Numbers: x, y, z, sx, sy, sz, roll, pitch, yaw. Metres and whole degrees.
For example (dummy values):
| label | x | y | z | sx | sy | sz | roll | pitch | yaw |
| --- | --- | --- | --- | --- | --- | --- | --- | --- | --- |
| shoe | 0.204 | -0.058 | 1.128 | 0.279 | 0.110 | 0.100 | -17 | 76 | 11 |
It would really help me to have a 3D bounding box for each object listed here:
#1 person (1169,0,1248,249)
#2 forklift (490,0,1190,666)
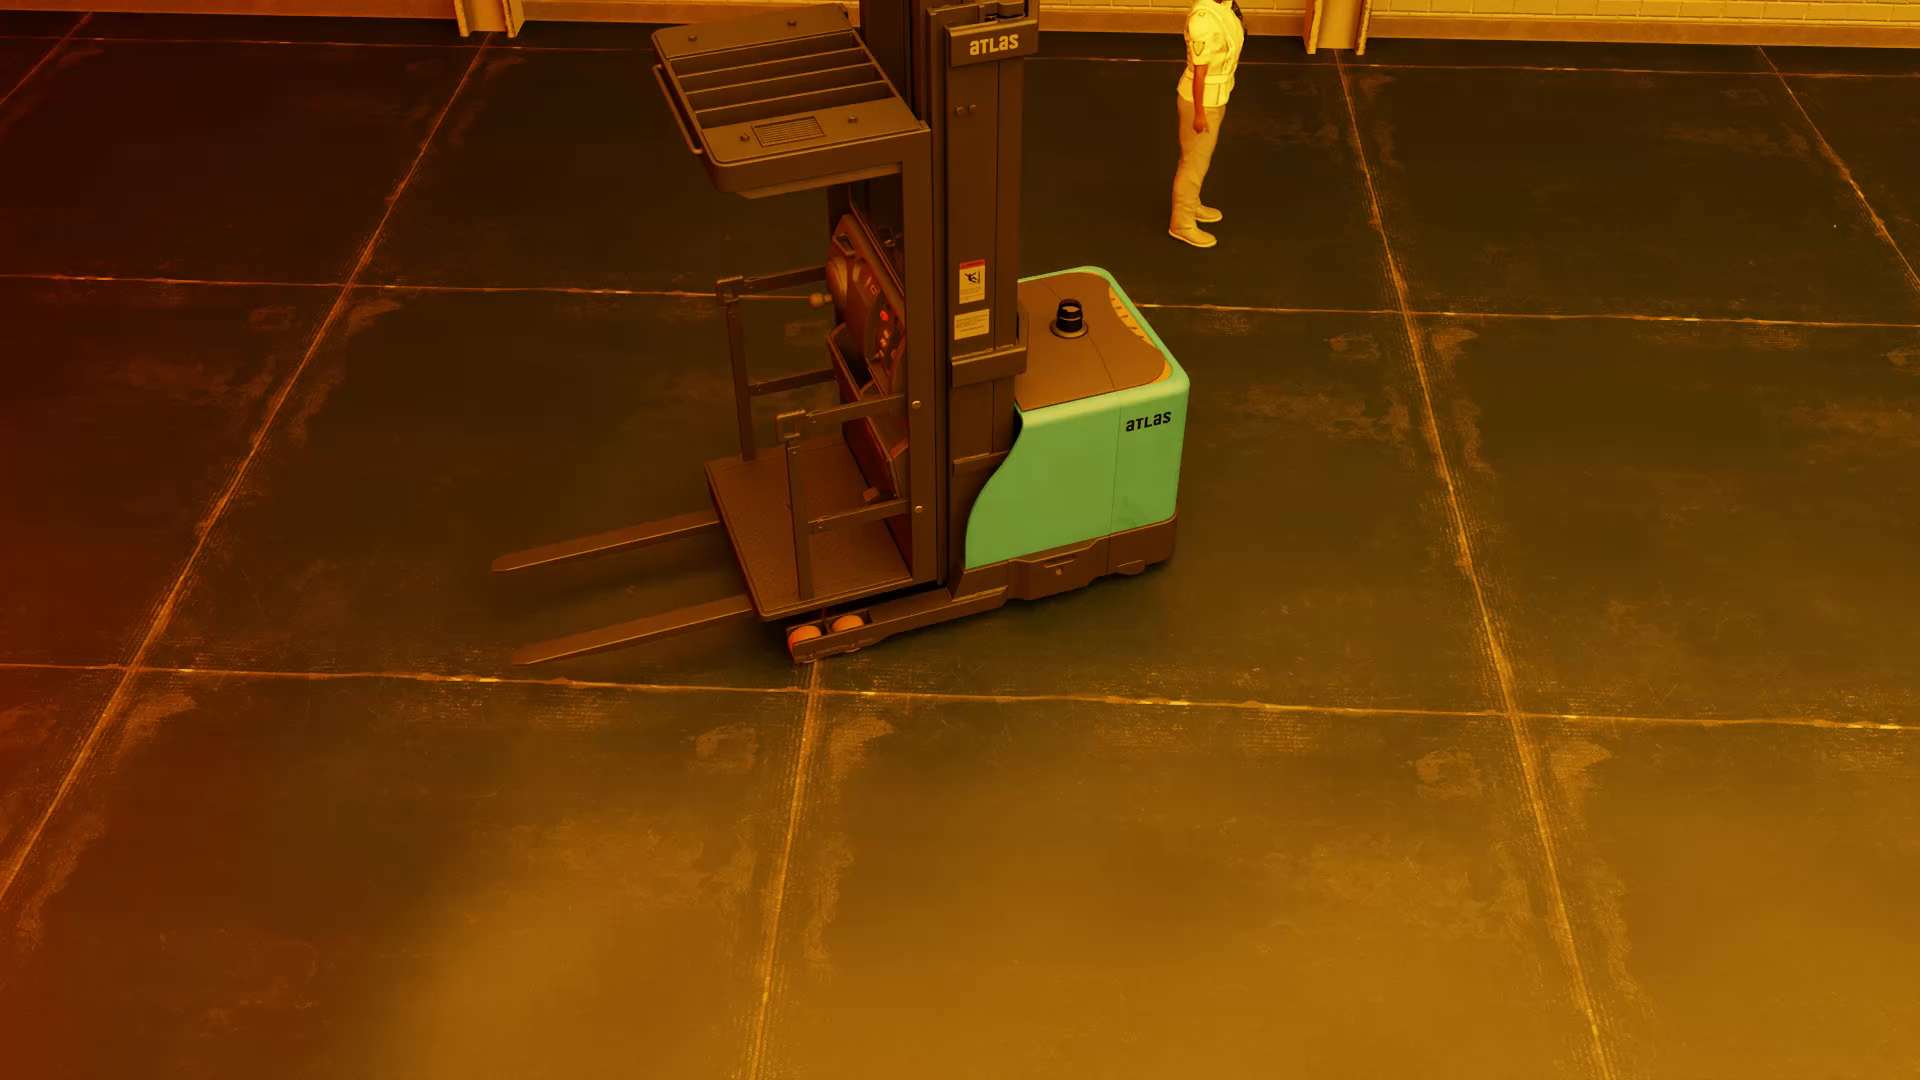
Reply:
| label | x | y | z | sx | sy | sz | roll | pitch | yaw |
| --- | --- | --- | --- | --- | --- | --- | --- | --- | --- |
| person | 1.398 | -2.502 | 9.407 | 0.339 | 1.692 | 0.446 | 11 | 44 | 12 |
| forklift | -0.573 | -0.945 | 6.778 | 3.031 | 2.935 | 1.130 | -13 | 44 | -14 |
